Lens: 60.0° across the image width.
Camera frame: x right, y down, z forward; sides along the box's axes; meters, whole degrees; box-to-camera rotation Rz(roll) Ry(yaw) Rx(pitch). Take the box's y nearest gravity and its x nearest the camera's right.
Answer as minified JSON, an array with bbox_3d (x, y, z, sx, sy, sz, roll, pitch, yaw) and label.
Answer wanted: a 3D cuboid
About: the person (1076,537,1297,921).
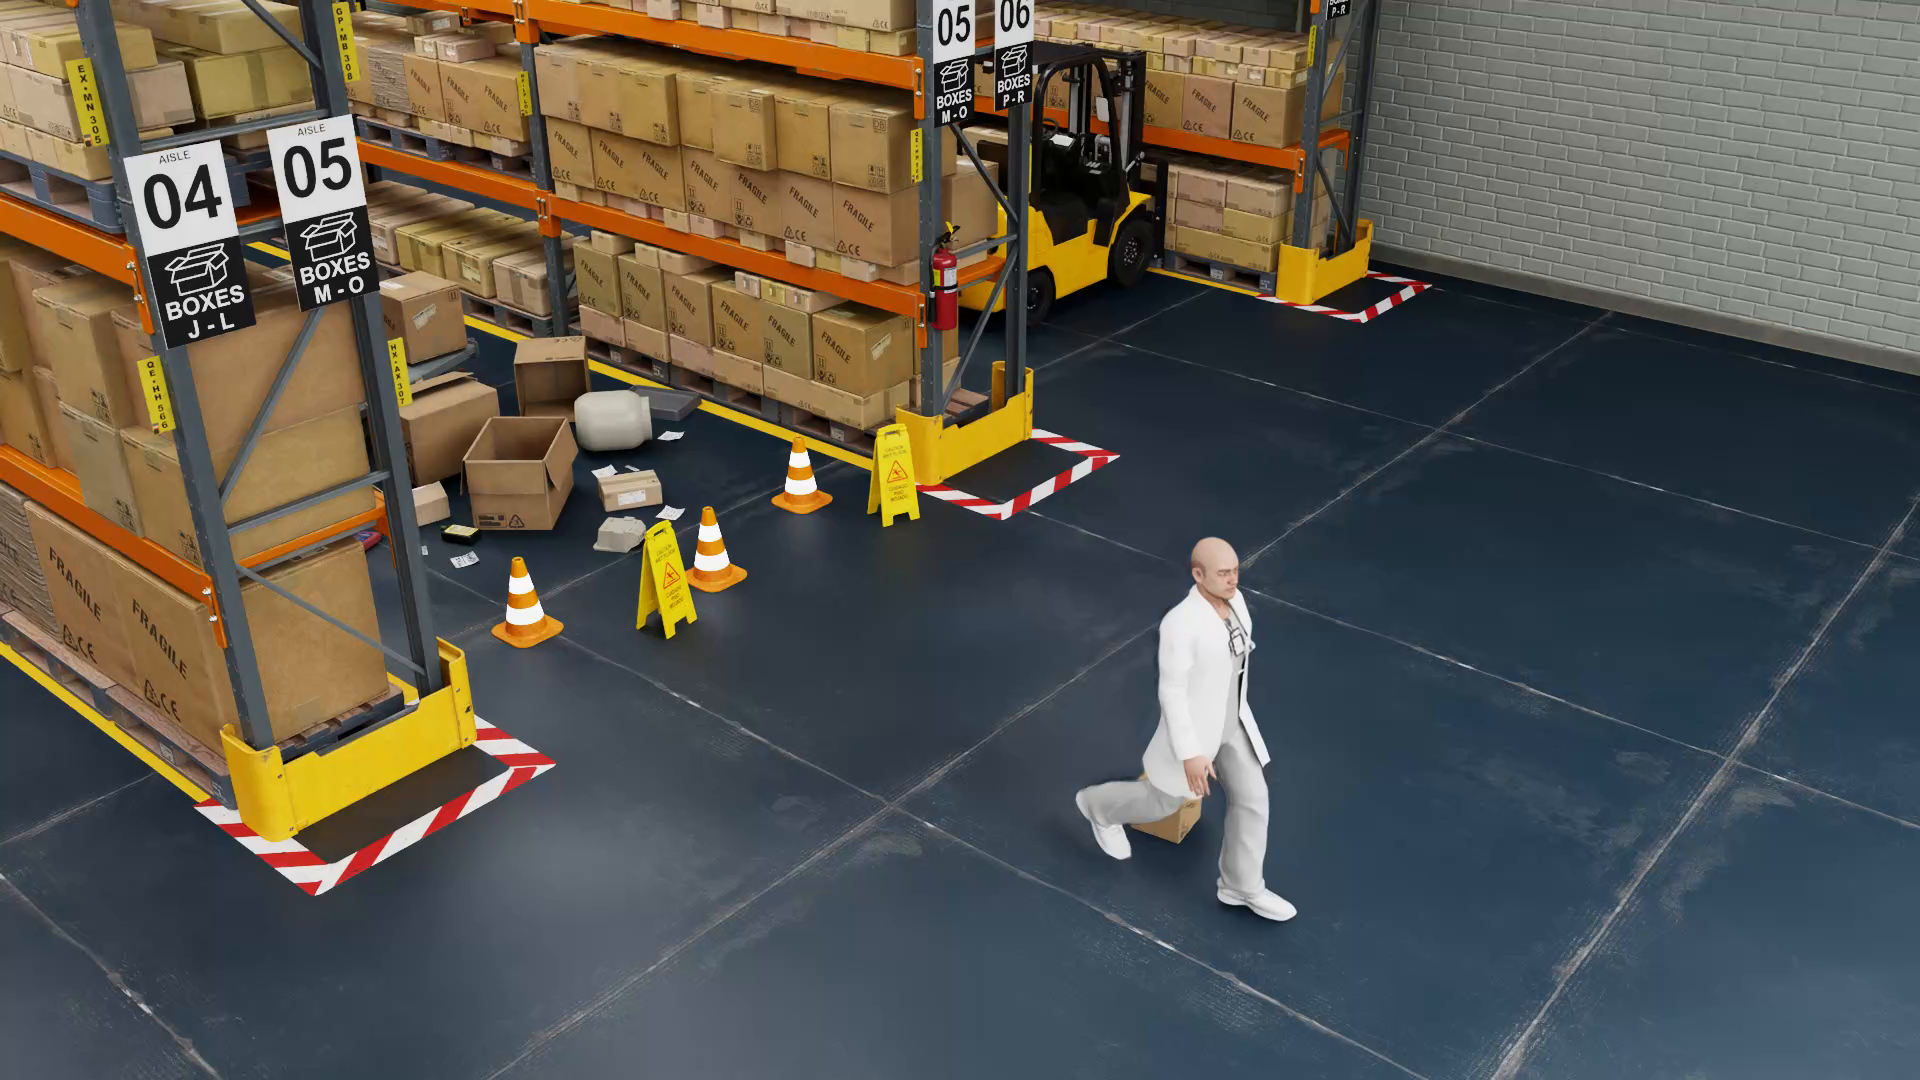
[{"bbox_3d":[0.995,0.867,7.180,1.096,1.508,0.619,24,36,39],"label":"person"}]
